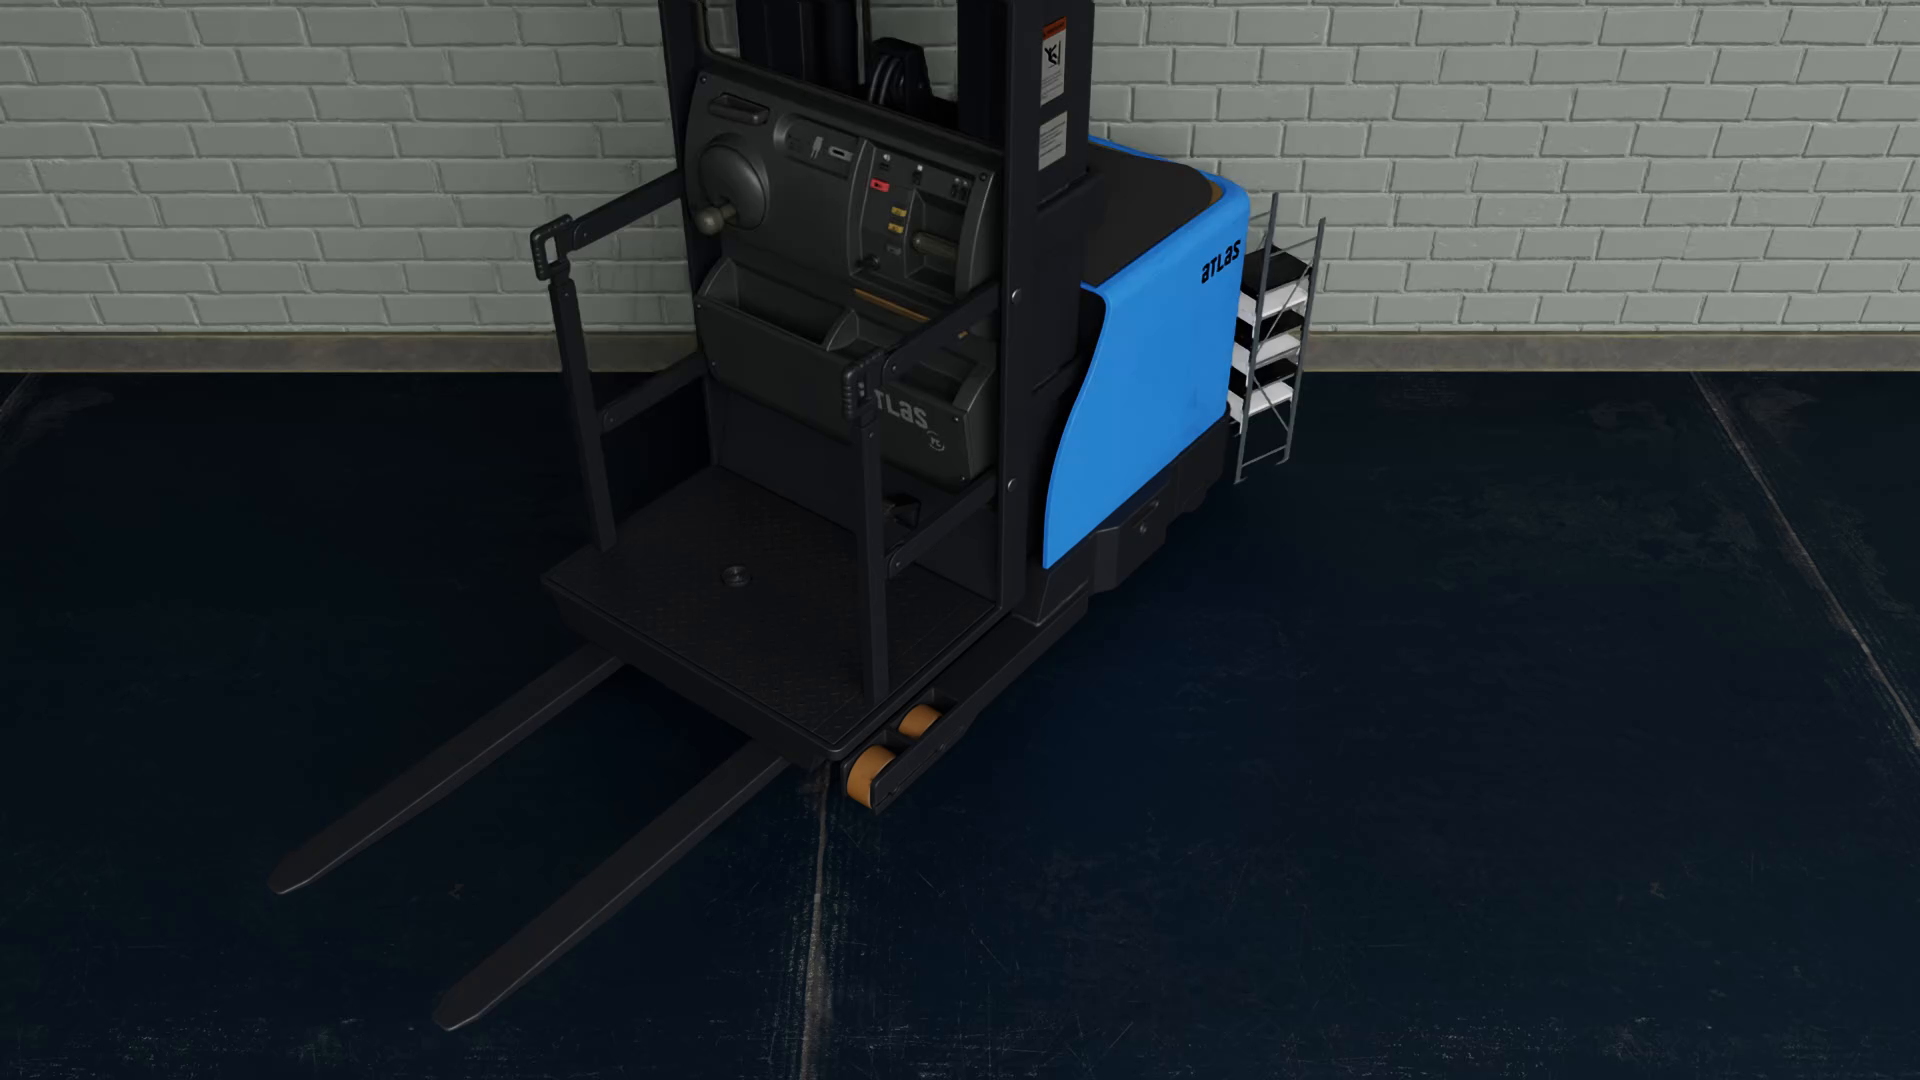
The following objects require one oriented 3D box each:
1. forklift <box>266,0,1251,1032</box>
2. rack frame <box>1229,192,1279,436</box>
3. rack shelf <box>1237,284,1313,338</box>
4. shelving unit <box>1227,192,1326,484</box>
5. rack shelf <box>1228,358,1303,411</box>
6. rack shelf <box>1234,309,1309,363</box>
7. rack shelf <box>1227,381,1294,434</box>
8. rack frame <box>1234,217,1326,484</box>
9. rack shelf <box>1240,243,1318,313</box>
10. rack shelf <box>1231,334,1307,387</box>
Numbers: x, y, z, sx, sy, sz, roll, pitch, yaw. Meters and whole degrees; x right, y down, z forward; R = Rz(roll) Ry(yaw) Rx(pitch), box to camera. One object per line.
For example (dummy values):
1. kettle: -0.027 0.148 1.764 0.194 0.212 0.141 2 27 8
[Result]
1. forklift: -0.439 -0.789 3.891 1.130 2.935 3.031 26 45 29
2. rack frame: 0.889 -0.685 5.385 0.240 0.900 0.006 -23 44 -27
3. rack shelf: 0.947 -0.748 5.228 0.258 0.077 0.200 -23 44 -27
4. shelving unit: 0.947 -0.633 5.320 0.258 0.900 0.210 -23 44 -27
5. rack shelf: 0.947 -0.537 5.397 0.258 0.077 0.200 -23 44 -27
6. rack shelf: 0.947 -0.677 5.285 0.258 0.077 0.200 -23 44 -27
7. rack shelf: 0.946 -0.467 5.453 0.258 0.077 0.200 -23 44 -27
8. rack frame: 1.005 -0.581 5.255 0.240 0.900 0.006 -23 44 -27
9. rack shelf: 0.947 -0.818 5.172 0.258 0.077 0.200 -23 44 -27
10. rack shelf: 0.947 -0.607 5.341 0.258 0.077 0.200 -23 44 -27
